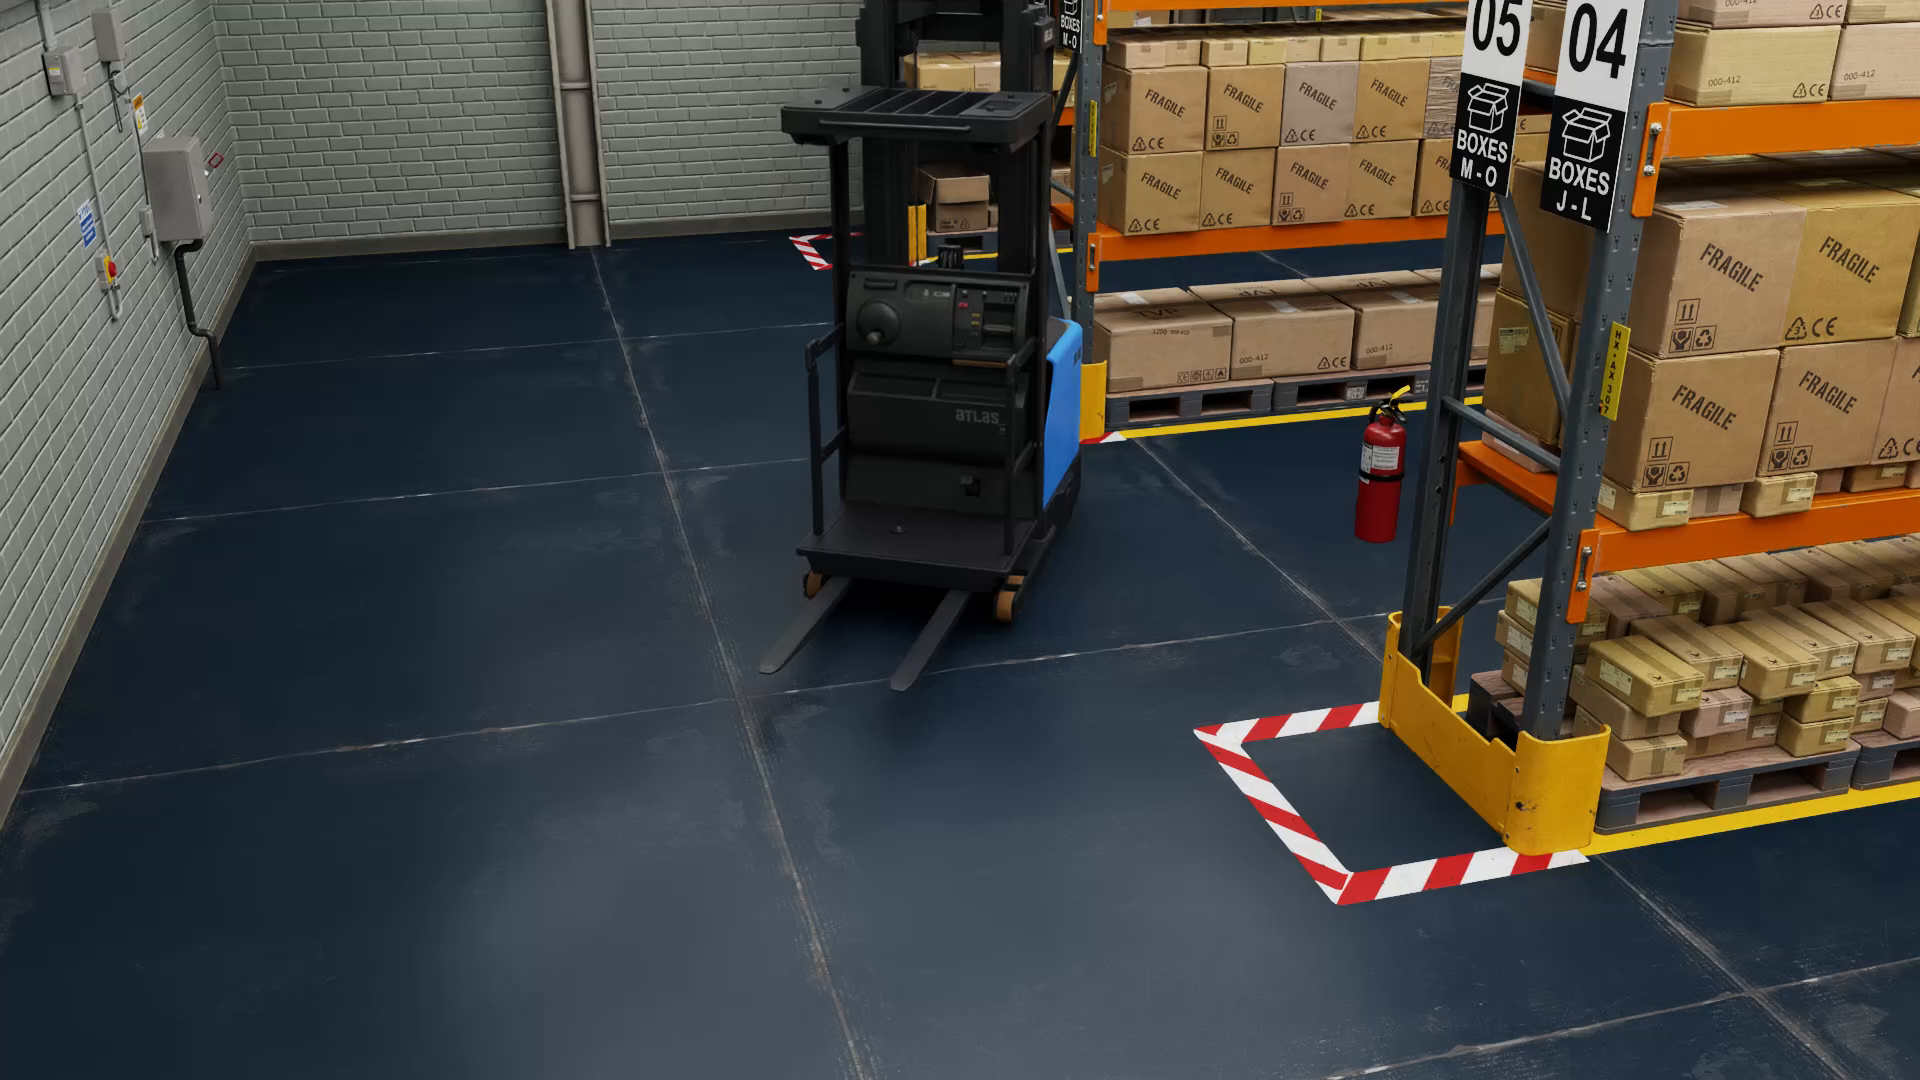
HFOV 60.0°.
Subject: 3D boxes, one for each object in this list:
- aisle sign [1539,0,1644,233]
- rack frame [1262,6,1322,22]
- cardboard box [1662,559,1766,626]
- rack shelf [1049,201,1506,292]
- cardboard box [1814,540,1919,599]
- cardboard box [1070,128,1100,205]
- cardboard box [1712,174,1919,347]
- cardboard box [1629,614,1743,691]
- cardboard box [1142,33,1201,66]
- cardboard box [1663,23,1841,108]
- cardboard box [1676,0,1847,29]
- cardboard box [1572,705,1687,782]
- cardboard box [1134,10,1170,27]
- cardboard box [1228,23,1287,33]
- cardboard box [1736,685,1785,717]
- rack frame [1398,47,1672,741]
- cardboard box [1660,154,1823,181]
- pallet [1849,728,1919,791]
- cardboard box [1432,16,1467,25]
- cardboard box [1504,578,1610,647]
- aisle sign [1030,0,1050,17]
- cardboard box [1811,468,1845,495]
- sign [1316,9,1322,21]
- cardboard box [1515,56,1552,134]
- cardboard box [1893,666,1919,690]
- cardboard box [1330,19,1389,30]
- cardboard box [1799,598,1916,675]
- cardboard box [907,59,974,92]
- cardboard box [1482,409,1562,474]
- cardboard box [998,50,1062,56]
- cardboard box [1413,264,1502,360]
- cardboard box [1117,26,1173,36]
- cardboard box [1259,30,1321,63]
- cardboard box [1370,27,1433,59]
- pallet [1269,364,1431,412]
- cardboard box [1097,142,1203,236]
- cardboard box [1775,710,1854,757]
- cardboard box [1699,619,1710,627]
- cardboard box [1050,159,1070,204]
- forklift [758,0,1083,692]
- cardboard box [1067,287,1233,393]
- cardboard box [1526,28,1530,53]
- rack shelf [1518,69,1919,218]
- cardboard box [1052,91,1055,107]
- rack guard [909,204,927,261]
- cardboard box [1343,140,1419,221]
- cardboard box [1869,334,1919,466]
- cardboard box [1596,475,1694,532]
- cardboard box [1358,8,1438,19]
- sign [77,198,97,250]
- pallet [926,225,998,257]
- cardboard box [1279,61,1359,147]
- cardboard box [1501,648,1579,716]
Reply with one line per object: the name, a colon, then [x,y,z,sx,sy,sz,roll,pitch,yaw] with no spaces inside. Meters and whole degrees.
aisle sign: [2.101,-1.458,5.548,0.004,0.787,0.394,-6,24,-14]
rack frame: [3.163,-4.564,16.083,0.127,3.000,1.000,-6,24,-14]
cardboard box: [3.271,0.221,7.258,0.250,0.149,0.380,-7,24,-16]
rack shelf: [2.582,-2.136,11.337,4.000,0.370,1.077,-6,24,-14]
cardboard box: [4.043,0.147,7.432,0.250,0.149,0.380,-6,24,-14]
cardboard box: [1.049,-2.452,11.033,0.500,0.500,0.500,-6,24,-14]
cardboard box: [3.079,-1.031,6.076,0.500,0.500,0.500,-6,24,-13]
cardboard box: [2.920,0.456,6.711,0.250,0.149,0.380,-6,24,-13]
cardboard box: [1.306,-3.045,10.326,0.250,0.149,0.380,-6,24,-13]
cardboard box: [2.592,-1.646,5.668,0.500,0.250,0.500,-5,24,-12]
cardboard box: [2.593,-1.874,5.565,0.500,0.250,0.500,-6,24,-14]
cardboard box: [2.681,0.797,6.670,0.250,0.149,0.380,-6,24,-13]
cardboard box: [1.657,-4.919,15.772,0.500,0.500,0.500,-7,24,-16]
cardboard box: [1.936,-3.280,10.872,0.250,0.149,0.380,-7,24,-15]
cardboard box: [3.155,0.569,6.825,0.250,0.149,0.380,-6,24,-14]
rack frame: [2.091,-0.385,6.344,0.127,3.000,1.000,-6,24,-14]
cardboard box: [2.952,-1.225,6.528,0.500,0.500,0.500,-7,24,-16]
pallet: [4.128,0.686,7.383,1.213,0.211,1.003,-6,24,-14]
cardboard box: [3.400,-3.469,11.312,0.250,0.149,0.380,-6,24,-15]
cardboard box: [2.532,0.306,7.062,0.250,0.149,0.380,-6,24,-14]
aisle sign: [0.503,-3.559,10.443,0.004,0.787,0.394,-6,24,-14]
cardboard box: [3.211,-0.311,6.489,0.250,0.149,0.380,-5,24,-12]
sign: [3.317,-4.757,15.434,0.005,0.325,0.100,-6,24,-14]
cardboard box: [3.637,-2.979,10.995,0.500,0.500,0.500,-7,24,-15]
cardboard box: [3.911,0.474,7.047,0.250,0.149,0.380,-5,24,-12]
cardboard box: [2.662,-3.393,11.137,0.250,0.149,0.380,-6,24,-14]
cardboard box: [3.683,0.394,6.855,0.250,0.149,0.380,-5,24,-12]
cardboard box: [-0.179,-4.152,14.935,0.500,0.250,0.500,-6,24,-14]
cardboard box: [2.328,-0.412,6.725,0.250,0.149,0.380,-6,24,-14]
cardboard box: [0.658,-4.461,15.656,0.500,0.250,0.500,-6,24,-13]
cardboard box: [3.874,-1.670,12.054,0.875,0.438,0.875,-7,24,-15]
cardboard box: [1.186,-3.208,10.705,0.250,0.149,0.380,-6,24,-13]
cardboard box: [2.074,-3.112,10.482,0.250,0.149,0.380,-6,24,-14]
cardboard box: [2.816,-3.186,10.653,0.250,0.149,0.380,-6,24,-14]
pallet: [2.577,-1.216,11.816,1.213,0.211,1.003,-6,24,-14]
cardboard box: [1.196,-2.242,10.544,0.500,0.500,0.500,-7,24,-15]
cardboard box: [3.424,0.724,6.842,0.250,0.149,0.380,-6,24,-14]
cardboard box: [3.308,0.385,7.255,0.250,0.149,0.380,-7,24,-15]
cardboard box: [0.760,-3.288,15.746,0.500,0.500,0.700,-5,24,-12]
forklift: [-0.169,-1.101,8.098,1.130,2.935,3.031,6,24,14]
cardboard box: [1.265,-1.378,11.374,0.875,0.438,0.875,-7,24,-16]
cardboard box: [3.532,-3.286,10.888,0.250,0.149,0.380,-7,24,-15]
rack shelf: [4.016,-1.646,6.391,4.000,0.370,1.077,-6,24,-14]
cardboard box: [0.692,-4.073,15.258,0.250,0.149,0.380,-6,24,-14]
rack guard: [-0.615,-2.997,15.602,0.348,0.500,1.175,-6,24,-14]
cardboard box: [2.648,-2.414,10.944,0.500,0.500,0.500,-6,24,-13]
cardboard box: [3.581,-0.625,6.399,0.500,0.500,0.500,-6,24,-14]
cardboard box: [2.491,-0.180,6.184,0.250,0.149,0.380,-7,24,-15]
cardboard box: [4.188,-4.825,16.031,0.500,0.500,0.700,-6,24,-14]
sign: [-4.813,-1.744,9.167,0.001,0.218,0.327,-6,24,-14]
pallet: [0.152,-2.950,15.858,1.213,0.211,1.003,-6,24,-14]
cardboard box: [2.184,-2.818,10.618,0.500,0.500,0.500,-6,24,-15]
cardboard box: [2.541,0.596,7.139,0.250,0.149,0.380,-6,24,-13]
